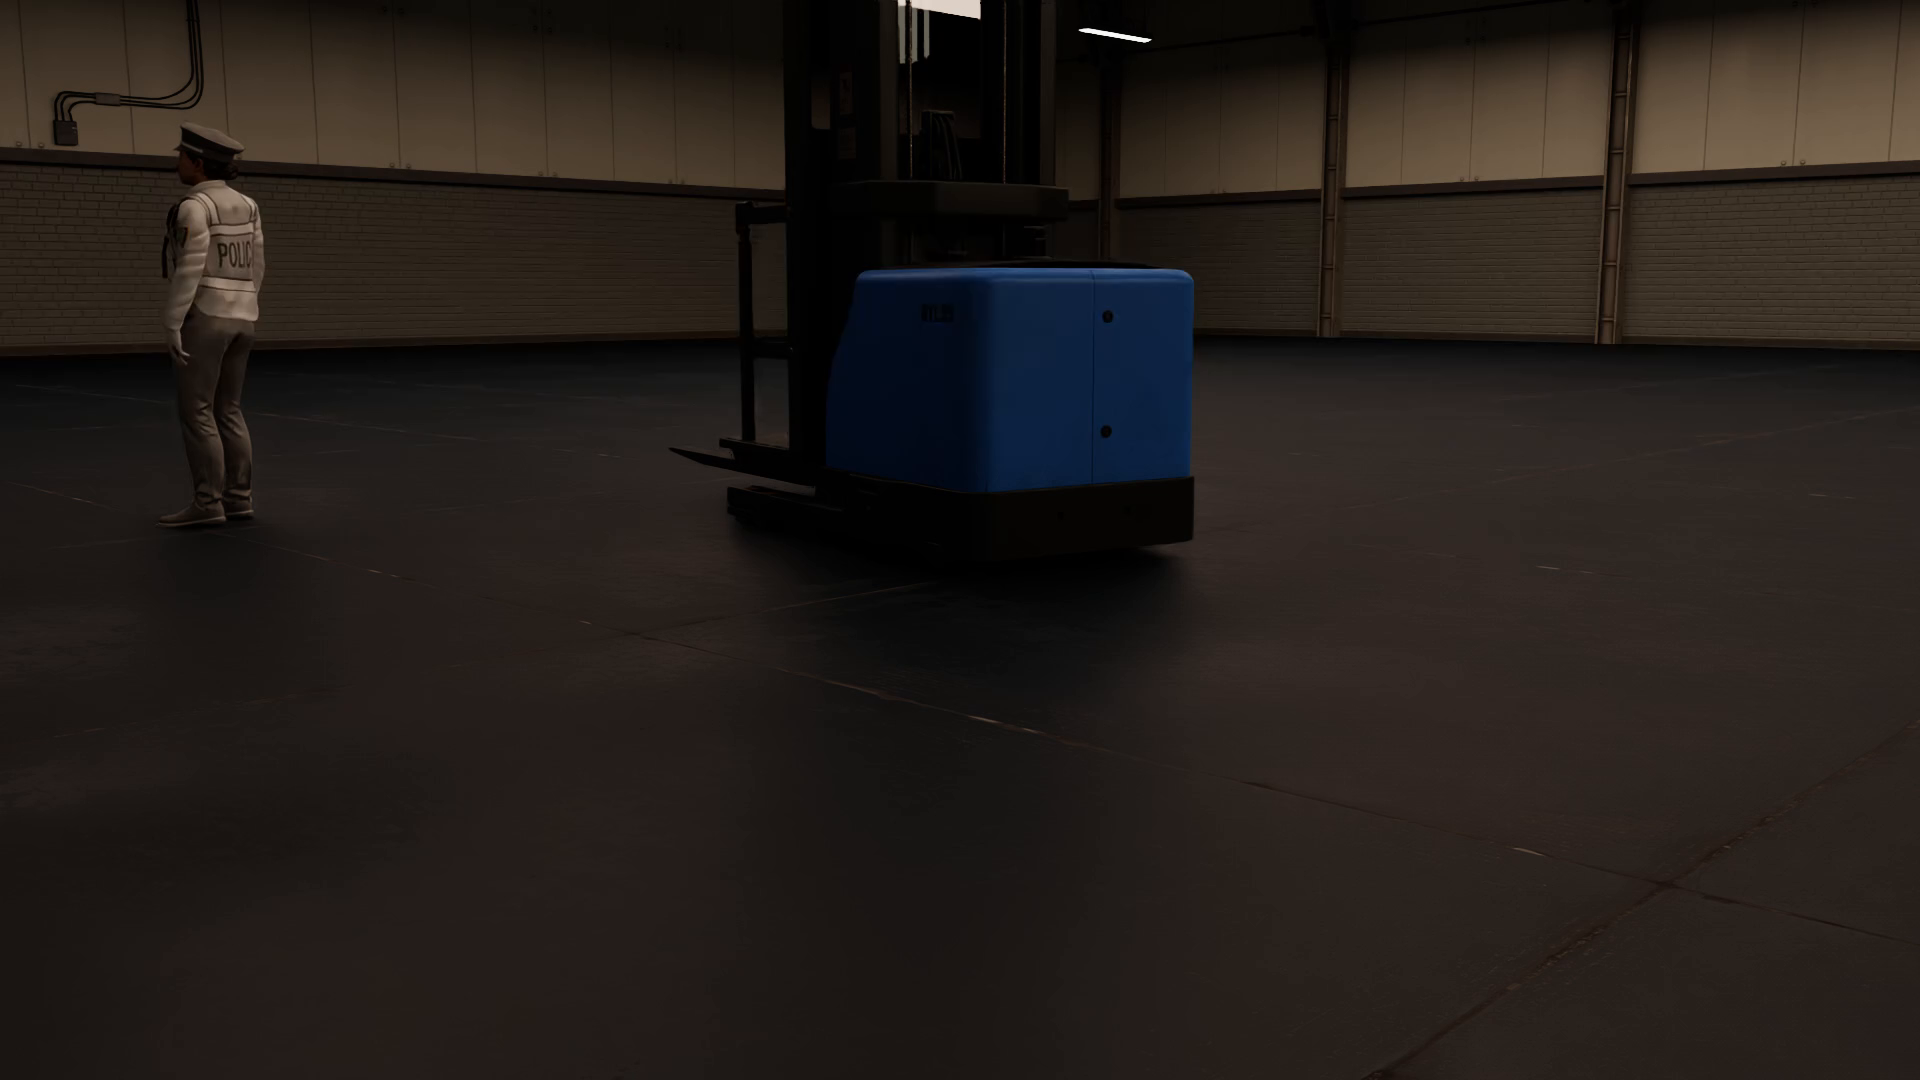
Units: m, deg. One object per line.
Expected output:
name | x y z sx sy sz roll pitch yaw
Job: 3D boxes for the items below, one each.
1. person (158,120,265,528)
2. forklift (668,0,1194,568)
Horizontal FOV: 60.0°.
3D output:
person | -3.217 -0.904 7.069 0.468 1.708 0.571 2 9 10
forklift | -0.347 -1.526 7.011 1.130 2.935 3.031 -6 10 -33
